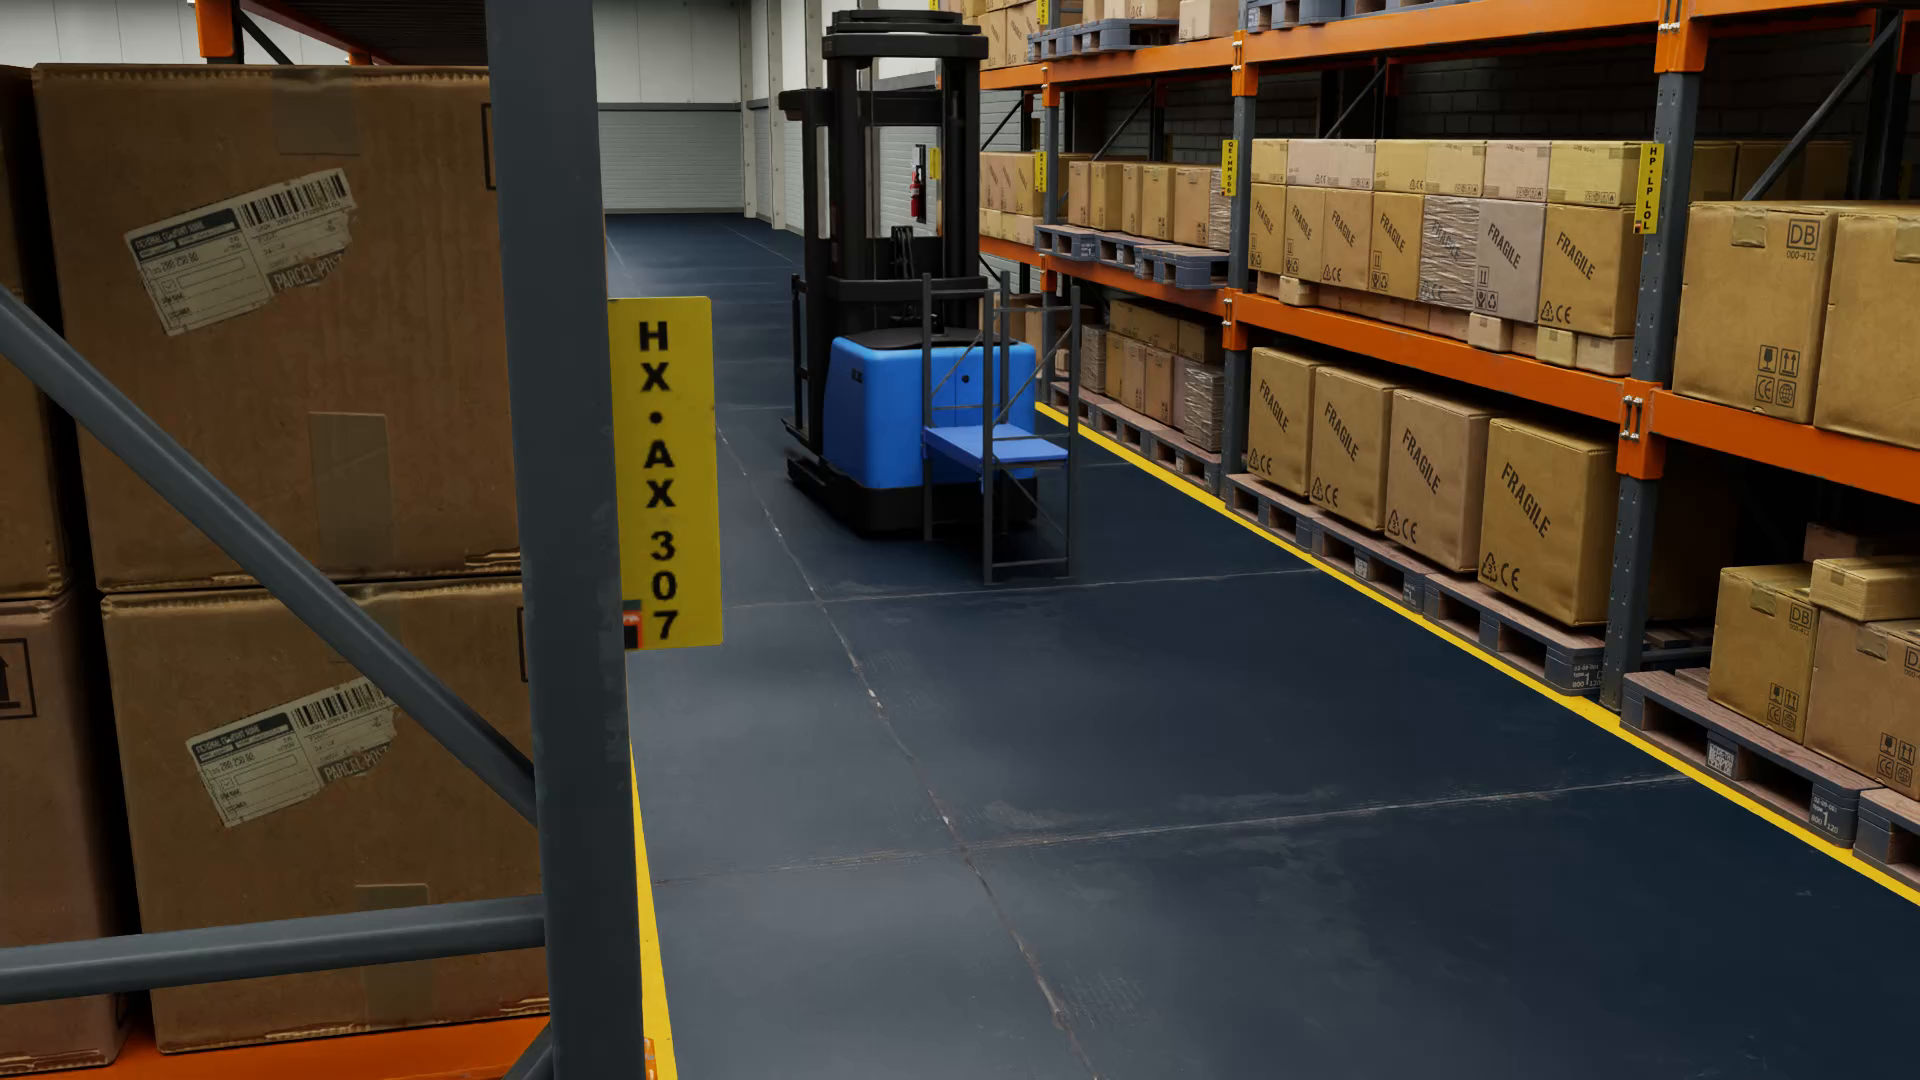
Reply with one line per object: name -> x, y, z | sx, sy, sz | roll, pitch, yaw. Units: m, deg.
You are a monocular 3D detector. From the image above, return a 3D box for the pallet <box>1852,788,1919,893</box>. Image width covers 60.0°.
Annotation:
pallet -> 3.468, 1.010, 4.848 | 1.003, 0.211, 1.213 | -3, 14, -13

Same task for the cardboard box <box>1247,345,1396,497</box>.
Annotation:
cardboard box -> 2.181, -0.712, 9.665 | 0.750, 0.750, 0.750 | -3, 14, -14

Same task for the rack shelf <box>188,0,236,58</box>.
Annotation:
rack shelf -> -1.269, -1.176, 3.115 | 1.077, 0.370, 4.000 | -3, 14, -13

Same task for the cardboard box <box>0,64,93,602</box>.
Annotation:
cardboard box -> -1.171, -0.228, 1.724 | 0.500, 0.500, 0.500 | -3, 14, -14

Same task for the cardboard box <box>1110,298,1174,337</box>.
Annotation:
cardboard box -> 1.492, -1.745, 13.011 | 0.500, 0.250, 0.500 | -4, 14, -14

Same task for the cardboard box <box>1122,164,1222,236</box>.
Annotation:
cardboard box -> 1.592, -2.515, 12.265 | 0.700, 0.500, 0.500 | -1, 14, -5

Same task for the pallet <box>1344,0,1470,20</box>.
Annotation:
pallet -> 2.604, -2.691, 8.200 | 1.003, 0.211, 1.213 | -3, 14, -11

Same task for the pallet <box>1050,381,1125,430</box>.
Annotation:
pallet -> 1.381, -1.118, 13.558 | 1.003, 0.211, 1.213 | -3, 14, -13

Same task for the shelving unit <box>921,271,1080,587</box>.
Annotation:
shelving unit -> 0.195, -0.626, 8.828 | 0.538, 1.500, 1.048 | -5, 14, -18

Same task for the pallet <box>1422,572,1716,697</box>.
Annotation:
pallet -> 2.821, 0.374, 7.450 | 1.003, 0.211, 1.213 | -3, 14, -13

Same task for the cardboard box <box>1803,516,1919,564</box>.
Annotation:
cardboard box -> 3.310, 0.023, 6.030 | 0.380, 0.149, 0.250 | -3, 14, -14

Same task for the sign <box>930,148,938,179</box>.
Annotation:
sign -> -0.270, -3.965, 17.512 | 0.100, 0.325, 0.005 | -3, 14, -13

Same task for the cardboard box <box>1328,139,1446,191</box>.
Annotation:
cardboard box -> 2.240, -1.938, 8.580 | 0.500, 0.250, 0.500 | -3, 14, -13

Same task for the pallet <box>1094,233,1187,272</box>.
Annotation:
pallet -> 1.631, -2.090, 12.067 | 1.003, 0.211, 1.213 | -3, 14, -13

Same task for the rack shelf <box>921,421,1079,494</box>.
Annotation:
rack shelf -> 0.195, -0.451, 8.871 | 0.538, 0.185, 1.000 | -5, 14, -18

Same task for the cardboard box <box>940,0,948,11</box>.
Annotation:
cardboard box -> 0.111, -5.473, 16.830 | 0.500, 0.500, 0.500 | -4, 14, -17

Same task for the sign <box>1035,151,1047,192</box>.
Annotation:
sign -> 0.671, -3.040, 13.728 | 0.100, 0.325, 0.005 | -3, 14, -13

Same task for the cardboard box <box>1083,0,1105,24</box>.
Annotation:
cardboard box -> 1.247, -4.231, 13.009 | 0.500, 0.500, 0.500 | -1, 14, -5

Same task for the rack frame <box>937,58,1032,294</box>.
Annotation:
rack frame -> 0.257, -3.575, 17.738 | 1.000, 3.000, 0.127 | -3, 14, -13

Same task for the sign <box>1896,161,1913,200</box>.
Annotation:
sign -> 3.614, -1.297, 6.423 | 0.100, 0.325, 0.005 | -3, 14, -13

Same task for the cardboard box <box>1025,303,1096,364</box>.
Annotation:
cardboard box -> 0.914, -1.889, 15.177 | 0.500, 0.500, 0.500 | -4, 14, -17

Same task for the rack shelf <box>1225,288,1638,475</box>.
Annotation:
rack shelf -> 2.606, -0.918, 8.381 | 1.077, 0.370, 4.000 | -3, 14, -13

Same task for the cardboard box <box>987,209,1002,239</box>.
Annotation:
cardboard box -> 0.548, -2.912, 15.299 | 0.500, 0.250, 0.500 | -3, 14, -13

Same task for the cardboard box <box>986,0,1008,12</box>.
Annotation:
cardboard box -> 0.543, -4.999, 14.890 | 0.500, 0.500, 0.500 | -4, 14, -15

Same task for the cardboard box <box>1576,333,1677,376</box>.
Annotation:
cardboard box -> 2.721, -0.756, 6.689 | 0.380, 0.149, 0.250 | -3, 14, -13

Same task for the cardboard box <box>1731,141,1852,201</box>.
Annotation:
cardboard box -> 3.220, -1.494, 6.763 | 0.500, 0.250, 0.500 | -3, 14, -11

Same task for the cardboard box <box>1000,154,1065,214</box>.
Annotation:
cardboard box -> 0.662, -3.160, 14.734 | 0.500, 0.500, 0.500 | -3, 14, -14

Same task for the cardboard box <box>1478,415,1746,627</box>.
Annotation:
cardboard box -> 2.796, -0.109, 7.197 | 0.750, 0.750, 0.750 | -3, 14, -13

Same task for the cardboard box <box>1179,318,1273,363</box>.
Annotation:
cardboard box -> 1.843, -1.391, 11.560 | 0.500, 0.250, 0.500 | -3, 14, -12

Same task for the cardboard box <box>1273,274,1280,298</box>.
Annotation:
cardboard box -> 2.039, -1.469, 9.608 | 0.380, 0.149, 0.250 | -3, 14, -12

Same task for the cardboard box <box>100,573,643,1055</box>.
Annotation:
cardboard box -> -0.647, 0.228, 1.964 | 0.500, 0.500, 0.500 | -3, 14, -12

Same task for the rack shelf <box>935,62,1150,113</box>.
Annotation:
rack shelf -> 0.727, -4.221, 15.579 | 1.077, 0.370, 4.000 | -3, 14, -13

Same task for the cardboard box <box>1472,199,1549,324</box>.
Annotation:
cardboard box -> 2.592, -1.219, 7.216 | 0.500, 0.500, 0.500 | -3, 14, -13

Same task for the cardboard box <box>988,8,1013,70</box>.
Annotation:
cardboard box -> 0.564, -4.513, 15.007 | 0.500, 0.500, 0.500 | -4, 14, -15

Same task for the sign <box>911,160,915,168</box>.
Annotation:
sign -> -0.727, -5.824, 25.755 | 0.001, 0.109, 0.331 | -3, 14, -13

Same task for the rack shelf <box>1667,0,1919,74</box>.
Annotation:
rack shelf -> 3.545, -1.453, 4.248 | 1.077, 0.370, 4.000 | -3, 14, -13

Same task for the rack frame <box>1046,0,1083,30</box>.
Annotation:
rack frame -> 1.196, -5.566, 13.249 | 1.000, 3.000, 0.127 | -3, 14, -13

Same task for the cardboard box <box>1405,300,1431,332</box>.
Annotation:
cardboard box -> 2.414, -1.114, 8.152 | 0.380, 0.149, 0.250 | -3, 14, -11

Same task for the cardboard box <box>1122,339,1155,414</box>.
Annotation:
cardboard box -> 1.636, -1.246, 12.547 | 0.700, 0.500, 0.500 | -3, 14, -13

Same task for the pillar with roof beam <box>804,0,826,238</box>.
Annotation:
pillar with roof beam -> -7.150, -10.288, 32.577 | 9.100, 9.000, 0.400 | -3, 14, -13

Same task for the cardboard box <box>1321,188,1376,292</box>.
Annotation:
cardboard box -> 2.231, -1.570, 8.652 | 0.500, 0.500, 0.500 | -3, 14, -13

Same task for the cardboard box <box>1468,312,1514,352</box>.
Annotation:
cardboard box -> 2.502, -0.933, 7.413 | 0.380, 0.149, 0.250 | -3, 14, -13

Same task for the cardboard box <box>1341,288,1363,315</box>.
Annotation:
cardboard box -> 2.267, -1.293, 8.885 | 0.380, 0.149, 0.250 | -3, 14, -12

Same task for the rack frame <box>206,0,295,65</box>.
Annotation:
rack frame -> -1.739, -0.529, 5.274 | 1.000, 3.000, 0.127 | -3, 14, -13

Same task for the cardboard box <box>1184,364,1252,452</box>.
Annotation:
cardboard box -> 1.916, -0.892, 11.097 | 0.700, 0.500, 0.500 | -3, 14, -12

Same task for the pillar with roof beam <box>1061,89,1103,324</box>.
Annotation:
pillar with roof beam -> -2.922, -6.136, 15.581 | 9.100, 9.000, 0.400 | -3, 14, -13

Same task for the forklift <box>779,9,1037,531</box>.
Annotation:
forklift -> -0.500, -1.780, 10.536 | 1.130, 2.935, 3.031 | -5, 14, -18

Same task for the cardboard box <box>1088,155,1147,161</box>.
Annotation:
cardboard box -> 1.289, -3.073, 14.379 | 0.500, 0.500, 0.500 | -4, 14, -14

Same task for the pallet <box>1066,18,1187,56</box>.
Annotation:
pallet -> 1.484, -3.630, 12.042 | 1.213, 0.211, 1.003 | -3, 14, -13

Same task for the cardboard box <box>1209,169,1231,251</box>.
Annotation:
cardboard box -> 2.016, -2.099, 10.562 | 0.700, 0.500, 0.500 | -5, 15, -20

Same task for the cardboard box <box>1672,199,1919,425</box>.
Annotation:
cardboard box -> 3.187, -0.826, 5.856 | 0.980, 0.700, 0.700 | -3, 14, -12

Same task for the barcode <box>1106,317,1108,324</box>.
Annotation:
barcode -> 1.303, -1.945, 14.733 | 0.001, 0.075, 0.075 | -3, 14, -13
